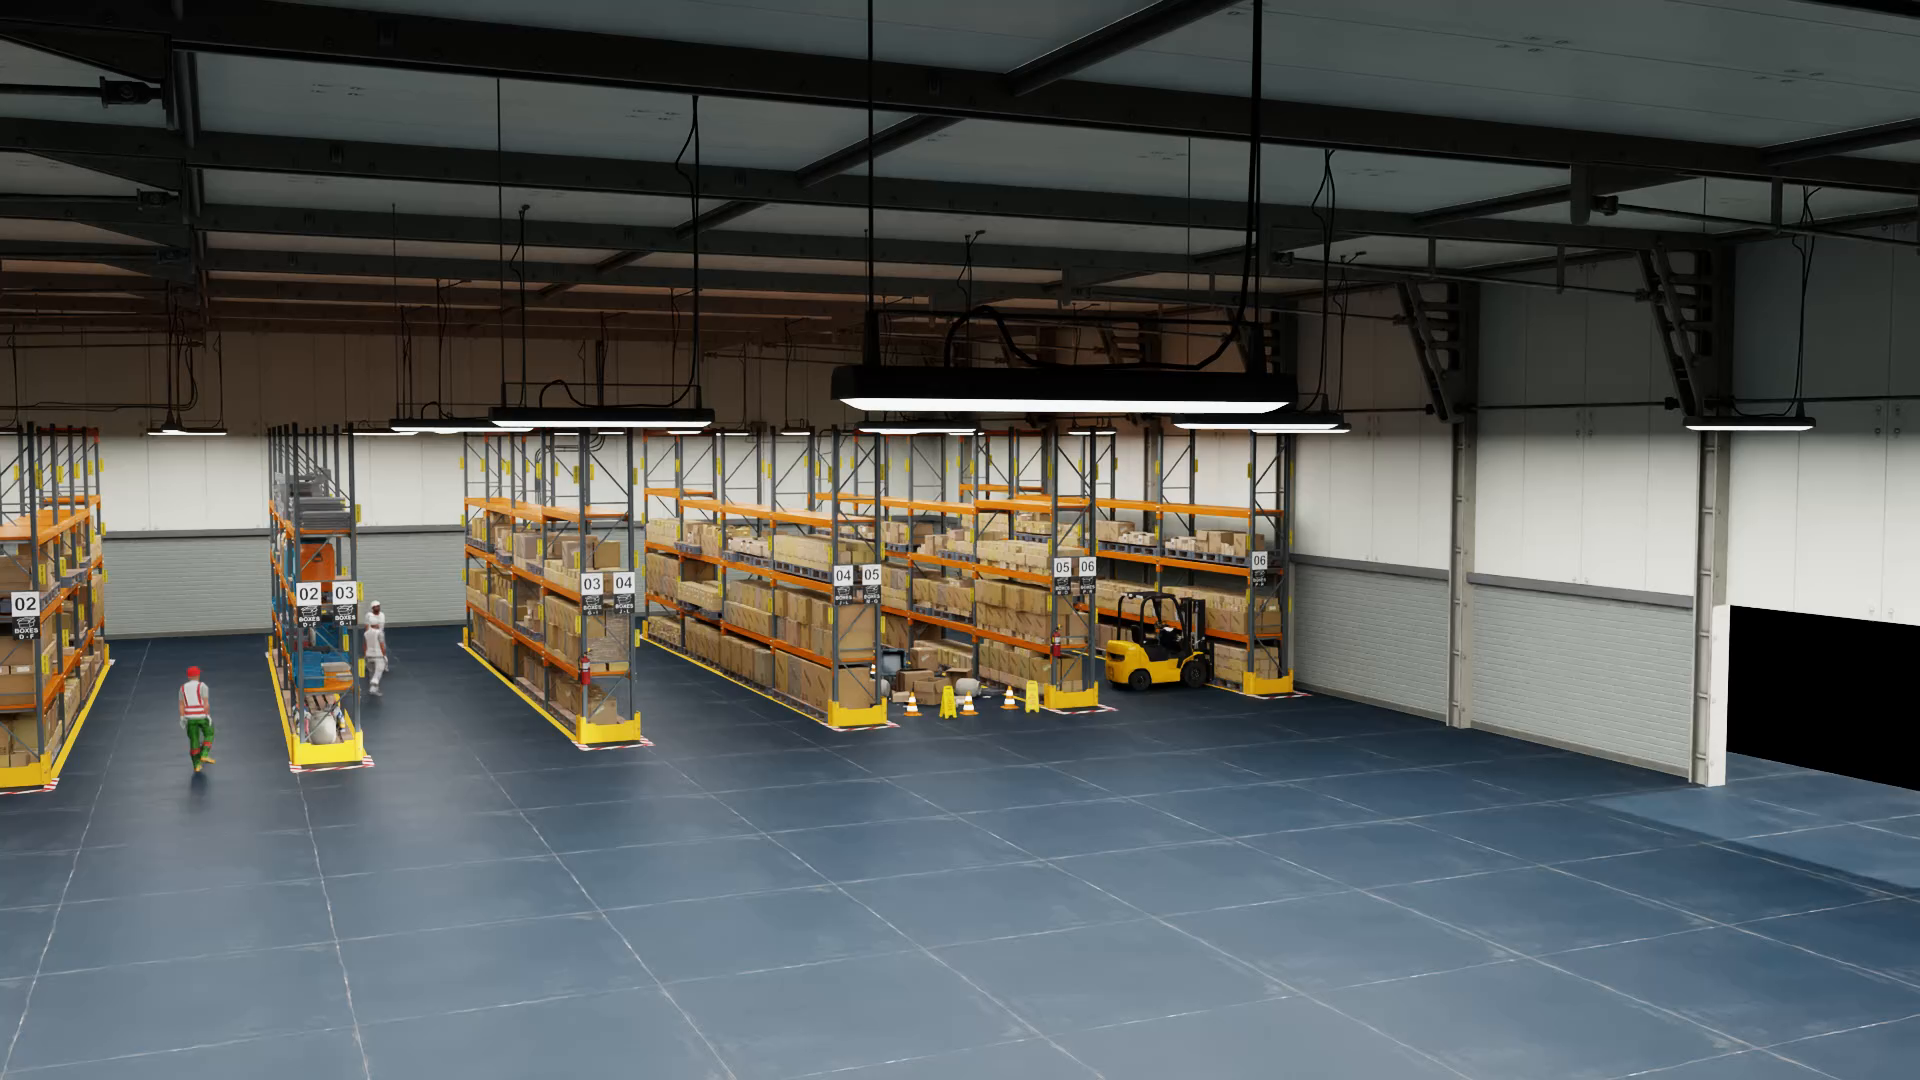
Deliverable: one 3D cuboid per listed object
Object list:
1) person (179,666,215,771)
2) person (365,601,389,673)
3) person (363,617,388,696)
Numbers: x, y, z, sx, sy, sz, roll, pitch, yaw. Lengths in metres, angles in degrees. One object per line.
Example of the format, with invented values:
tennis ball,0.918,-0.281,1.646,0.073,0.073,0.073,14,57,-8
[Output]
person,-13.172,3.075,28.682,0.578,1.780,0.534,-1,4,-14
person,-14.283,2.357,40.626,0.502,1.741,1.065,-2,4,-33
person,-12.921,2.597,36.732,0.598,1.771,0.962,0,4,8
